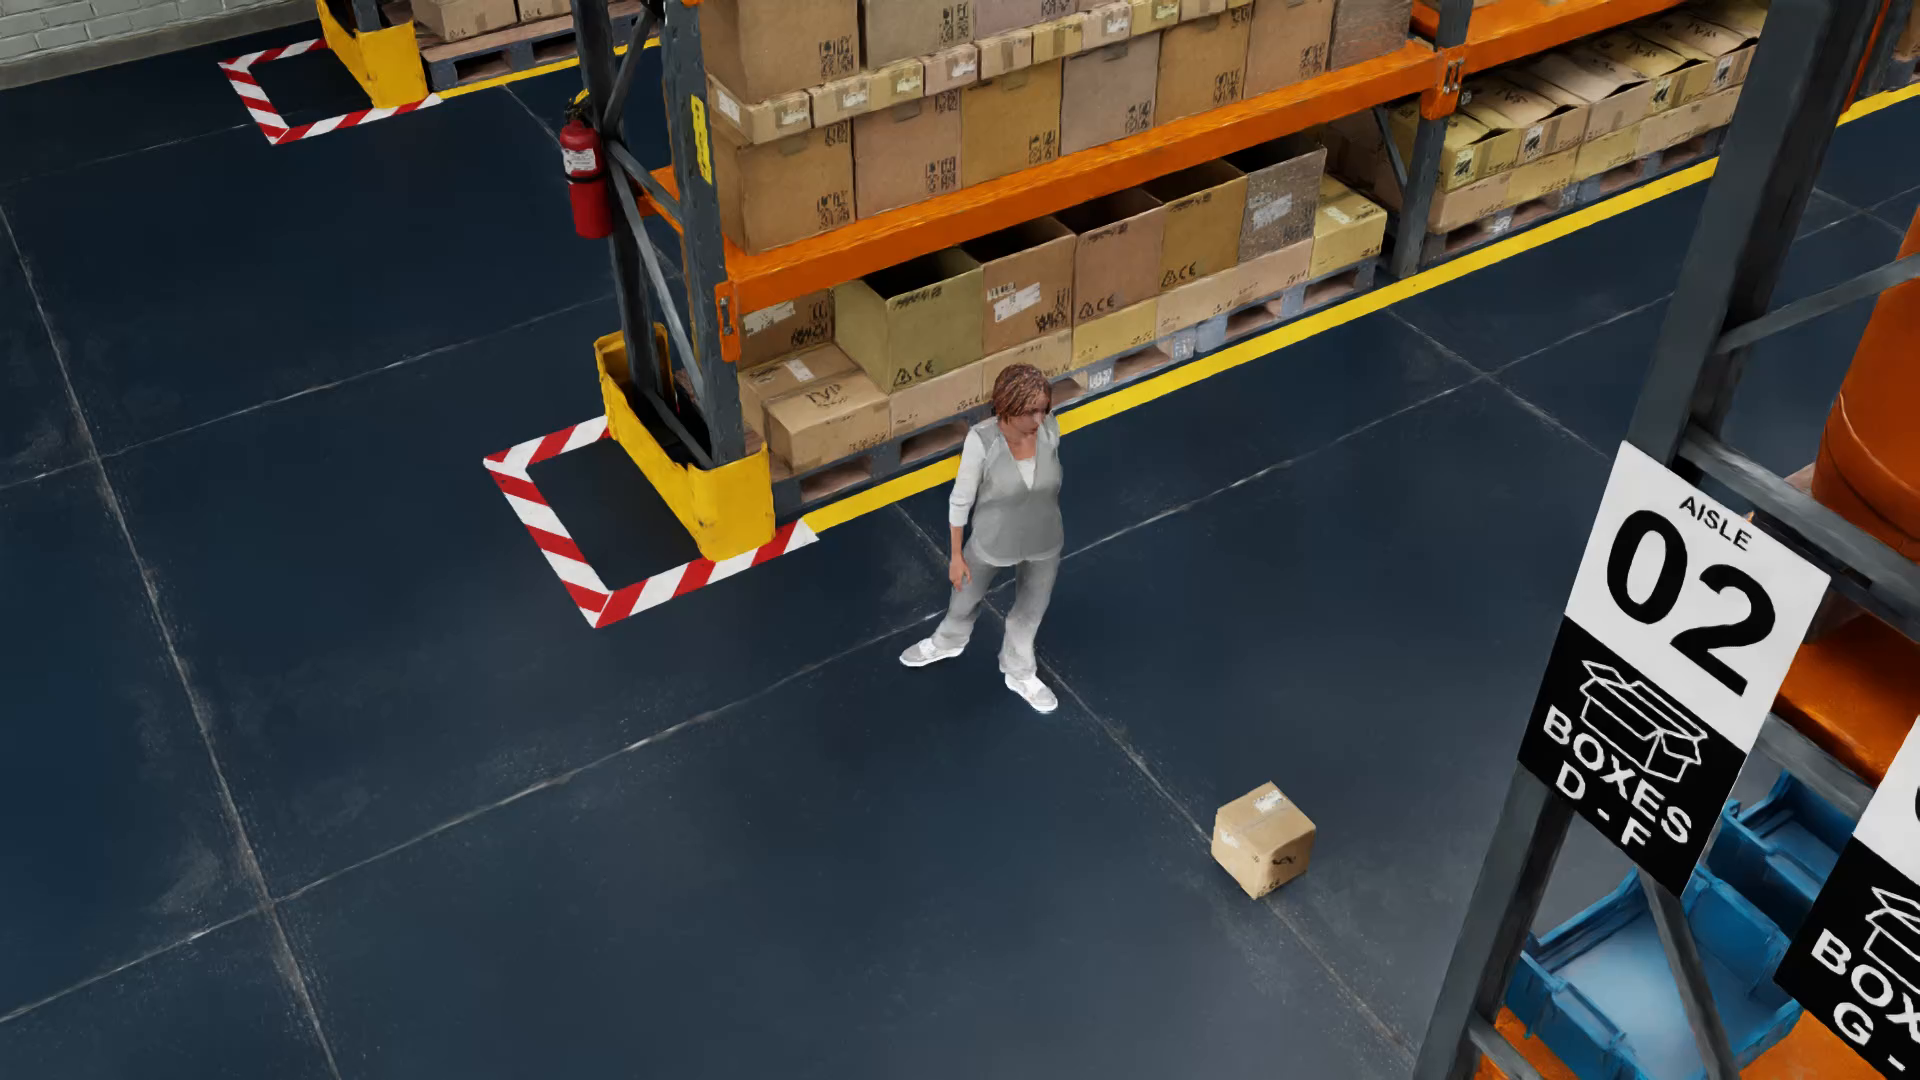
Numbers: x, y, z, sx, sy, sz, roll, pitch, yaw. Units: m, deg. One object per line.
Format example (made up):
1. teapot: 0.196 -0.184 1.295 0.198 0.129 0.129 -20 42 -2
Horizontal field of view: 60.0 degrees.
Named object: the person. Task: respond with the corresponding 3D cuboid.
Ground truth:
1. person: 0.079 -0.008 6.177 0.592 1.590 0.448 -8 42 -9
